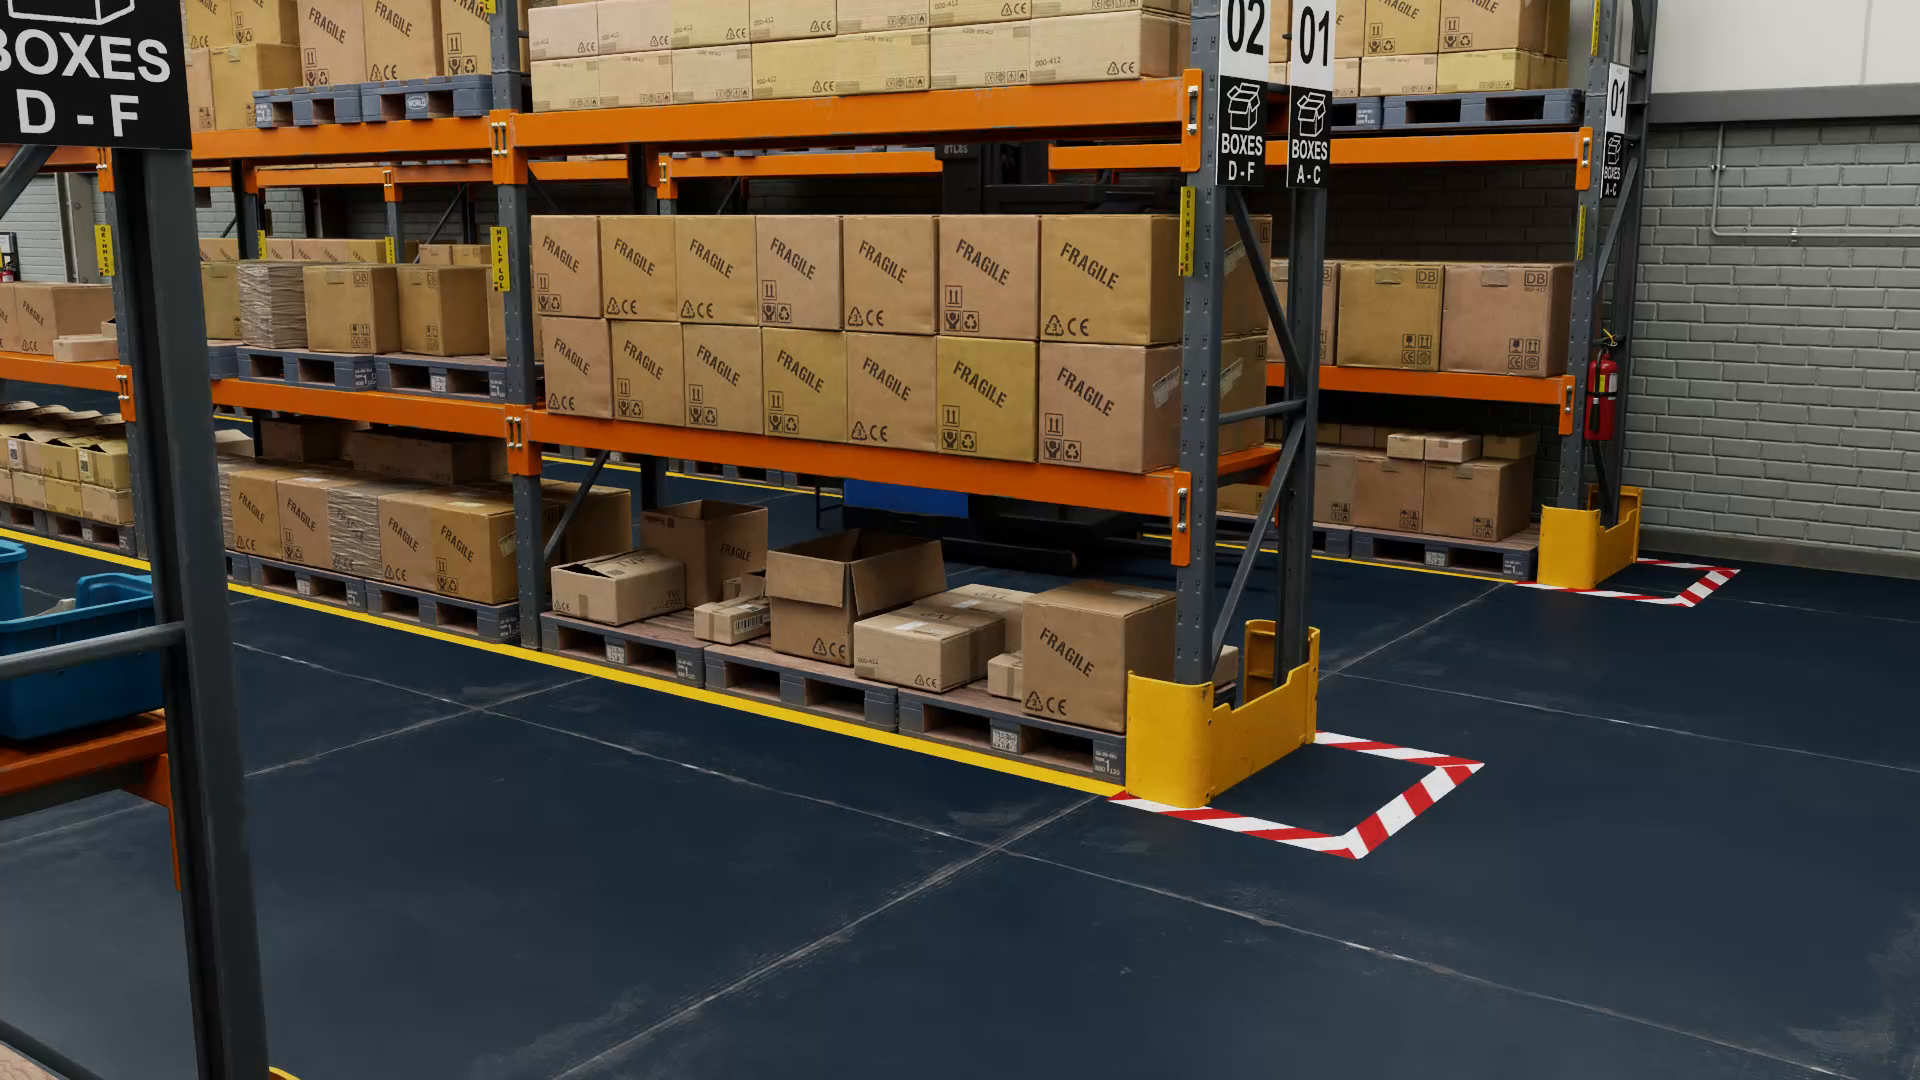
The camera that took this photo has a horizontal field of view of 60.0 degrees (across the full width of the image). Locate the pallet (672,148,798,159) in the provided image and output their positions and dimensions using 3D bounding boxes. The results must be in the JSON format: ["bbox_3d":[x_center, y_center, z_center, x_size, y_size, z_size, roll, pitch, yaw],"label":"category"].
[{"bbox_3d":[-1.778,-3.482,14.732,1.003,0.211,1.213,9,14,38],"label":"pallet"}]

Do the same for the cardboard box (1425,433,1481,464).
[{"bbox_3d":[3.285,-0.614,11.076,0.250,0.149,0.380,8,13,35],"label":"cardboard box"}]

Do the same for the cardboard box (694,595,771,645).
[{"bbox_3d":[-1.120,0.393,8.402,0.250,0.166,0.380,8,13,36],"label":"cardboard box"}]

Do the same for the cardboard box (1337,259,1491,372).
[{"bbox_3d":[3.110,-1.550,11.356,0.700,0.700,0.980,8,13,35],"label":"cardboard box"}]

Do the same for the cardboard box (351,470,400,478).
[{"bbox_3d":[-3.521,-0.211,10.646,0.500,0.500,0.500,7,13,33],"label":"cardboard box"}]

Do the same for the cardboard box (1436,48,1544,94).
[{"bbox_3d":[3.372,-2.963,10.577,0.500,0.250,0.500,8,14,37],"label":"cardboard box"}]

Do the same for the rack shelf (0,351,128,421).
[{"bbox_3d":[-6.870,-1.279,12.639,4.000,0.370,1.077,8,13,36],"label":"rack shelf"}]

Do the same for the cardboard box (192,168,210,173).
[{"bbox_3d":[-8.655,-4.522,19.292,0.500,0.500,0.500,8,14,37],"label":"cardboard box"}]

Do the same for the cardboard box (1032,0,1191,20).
[{"bbox_3d":[0.626,-2.172,6.538,0.500,0.250,0.500,8,13,36],"label":"cardboard box"}]

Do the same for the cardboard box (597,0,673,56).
[{"bbox_3d":[-1.385,-2.454,7.998,0.500,0.250,0.500,8,13,36],"label":"cardboard box"}]

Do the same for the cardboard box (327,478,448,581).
[{"bbox_3d":[-3.398,-0.072,9.926,0.500,0.500,0.500,8,14,36],"label":"cardboard box"}]

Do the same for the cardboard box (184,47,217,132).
[{"bbox_3d":[-4.475,-2.828,10.591,0.500,0.500,0.910,8,13,36],"label":"cardboard box"}]

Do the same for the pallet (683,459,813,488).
[{"bbox_3d":[-1.738,-0.697,15.078,1.213,0.211,1.003,8,13,36],"label":"pallet"}]

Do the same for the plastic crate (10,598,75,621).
[{"bbox_3d":[-1.958,0.223,3.517,0.298,0.136,0.250,8,13,36],"label":"plastic crate"}]

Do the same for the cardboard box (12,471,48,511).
[{"bbox_3d":[-6.647,-0.400,12.334,0.500,0.250,0.500,8,14,37],"label":"cardboard box"}]

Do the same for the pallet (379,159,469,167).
[{"bbox_3d":[-5.118,-3.911,16.945,1.003,0.211,1.213,8,13,36],"label":"pallet"}]

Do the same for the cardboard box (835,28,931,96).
[{"bbox_3d":[-0.187,-2.037,7.158,0.500,0.250,0.500,8,13,36],"label":"cardboard box"}]

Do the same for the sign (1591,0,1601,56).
[{"bbox_3d":[3.787,-3.054,9.899,0.005,0.325,0.100,8,13,36],"label":"sign"}]

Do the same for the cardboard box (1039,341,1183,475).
[{"bbox_3d":[0.668,-0.566,6.795,0.500,0.500,0.500,8,14,37],"label":"cardboard box"}]

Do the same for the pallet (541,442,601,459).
[{"bbox_3d":[-3.937,-1.023,16.761,1.213,0.211,1.003,8,13,36],"label":"pallet"}]

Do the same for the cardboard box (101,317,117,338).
[{"bbox_3d":[-5.864,-1.494,12.090,0.500,0.311,0.500,8,13,35],"label":"cardboard box"}]

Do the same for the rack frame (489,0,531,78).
[{"bbox_3d":[-2.033,-3.903,8.514,0.127,3.000,1.000,8,13,36],"label":"rack frame"}]

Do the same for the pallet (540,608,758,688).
[{"bbox_3d":[-1.481,0.489,8.949,1.213,0.211,1.003,8,13,36],"label":"pallet"}]

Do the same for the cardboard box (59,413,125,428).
[{"bbox_3d":[-6.759,-0.816,13.009,0.500,0.311,0.500,8,13,35],"label":"cardboard box"}]

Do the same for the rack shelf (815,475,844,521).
[{"bbox_3d":[-0.760,-0.409,12.372,0.480,0.518,0.431,6,13,30],"label":"rack shelf"}]

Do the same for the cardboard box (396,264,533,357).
[{"bbox_3d":[-2.875,-1.368,9.837,0.700,0.500,0.500,-11,15,-44],"label":"cardboard box"}]

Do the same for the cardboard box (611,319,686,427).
[{"bbox_3d":[-1.369,-0.851,8.268,0.500,0.500,0.500,8,14,37],"label":"cardboard box"}]

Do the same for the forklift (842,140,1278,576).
[{"bbox_3d":[0.698,-1.322,11.144,3.031,2.935,1.130,6,13,30],"label":"forklift"}]

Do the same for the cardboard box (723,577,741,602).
[{"bbox_3d":[-1.069,0.279,9.036,0.250,0.149,0.380,8,13,36],"label":"cardboard box"}]

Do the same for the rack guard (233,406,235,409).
[{"bbox_3d":[-8.715,-1.830,20.173,0.348,0.500,1.175,8,13,36],"label":"rack guard"}]

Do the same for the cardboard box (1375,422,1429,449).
[{"bbox_3d":[3.105,-0.729,11.671,0.250,0.149,0.380,8,14,36],"label":"cardboard box"}]

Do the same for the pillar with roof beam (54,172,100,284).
[{"bbox_3d":[-15.084,-6.081,19.768,0.400,9.000,9.100,8,13,36],"label":"pillar with roof beam"}]

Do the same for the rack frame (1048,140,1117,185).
[{"bbox_3d":[0.896,-1.717,13.006,0.127,3.000,1.000,8,13,36],"label":"rack frame"}]

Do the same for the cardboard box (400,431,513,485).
[{"bbox_3d":[-3.085,-0.519,10.264,0.500,0.250,0.500,8,14,36],"label":"cardboard box"}]

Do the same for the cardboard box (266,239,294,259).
[{"bbox_3d":[-7.341,-3.098,18.515,0.500,0.500,0.500,8,14,37],"label":"cardboard box"}]

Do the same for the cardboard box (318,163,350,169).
[{"bbox_3d":[-6.506,-4.226,17.761,0.500,0.500,0.500,7,13,31],"label":"cardboard box"}]

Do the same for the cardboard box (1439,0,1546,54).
[{"bbox_3d":[3.368,-3.330,10.500,0.500,0.500,0.500,8,13,35],"label":"cardboard box"}]

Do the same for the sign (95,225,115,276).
[{"bbox_3d":[-5.583,-1.891,10.858,0.005,0.325,0.100,8,13,36],"label":"sign"}]

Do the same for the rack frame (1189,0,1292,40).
[{"bbox_3d":[1.191,-3.454,6.190,0.127,3.000,1.000,8,13,36],"label":"rack frame"}]

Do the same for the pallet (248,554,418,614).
[{"bbox_3d":[-3.699,0.188,10.500,1.213,0.211,1.003,8,13,36],"label":"pallet"}]

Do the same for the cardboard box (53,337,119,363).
[{"bbox_3d":[-6.146,-1.343,11.737,0.250,0.149,0.380,8,13,36],"label":"cardboard box"}]

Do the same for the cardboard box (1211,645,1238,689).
[{"bbox_3d":[1.056,0.576,7.504,0.250,0.149,0.380,8,13,36],"label":"cardboard box"}]

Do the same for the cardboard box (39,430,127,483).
[{"bbox_3d":[-6.248,-0.618,11.983,0.500,0.311,0.500,8,13,35],"label":"cardboard box"}]

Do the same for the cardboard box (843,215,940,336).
[{"bbox_3d":[-0.159,-1.170,7.287,0.500,0.500,0.500,8,14,37],"label":"cardboard box"}]

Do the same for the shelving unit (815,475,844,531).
[{"bbox_3d":[-0.760,-1.109,12.236,0.503,2.100,0.431,6,13,30],"label":"shelving unit"}]

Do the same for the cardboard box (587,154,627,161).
[{"bbox_3d":[-3.069,-3.645,15.257,0.500,0.311,0.500,8,13,36],"label":"cardboard box"}]

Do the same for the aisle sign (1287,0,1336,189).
[{"bbox_3d":[1.419,-1.822,6.706,0.004,0.787,0.394,8,13,36],"label":"aisle sign"}]

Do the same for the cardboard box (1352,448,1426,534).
[{"bbox_3d":[3.093,-0.366,11.498,0.500,0.500,0.700,8,13,35],"label":"cardboard box"}]

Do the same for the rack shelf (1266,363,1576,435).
[{"bbox_3d":[2.508,-1.139,11.912,4.000,0.370,1.077,8,13,36],"label":"rack shelf"}]
